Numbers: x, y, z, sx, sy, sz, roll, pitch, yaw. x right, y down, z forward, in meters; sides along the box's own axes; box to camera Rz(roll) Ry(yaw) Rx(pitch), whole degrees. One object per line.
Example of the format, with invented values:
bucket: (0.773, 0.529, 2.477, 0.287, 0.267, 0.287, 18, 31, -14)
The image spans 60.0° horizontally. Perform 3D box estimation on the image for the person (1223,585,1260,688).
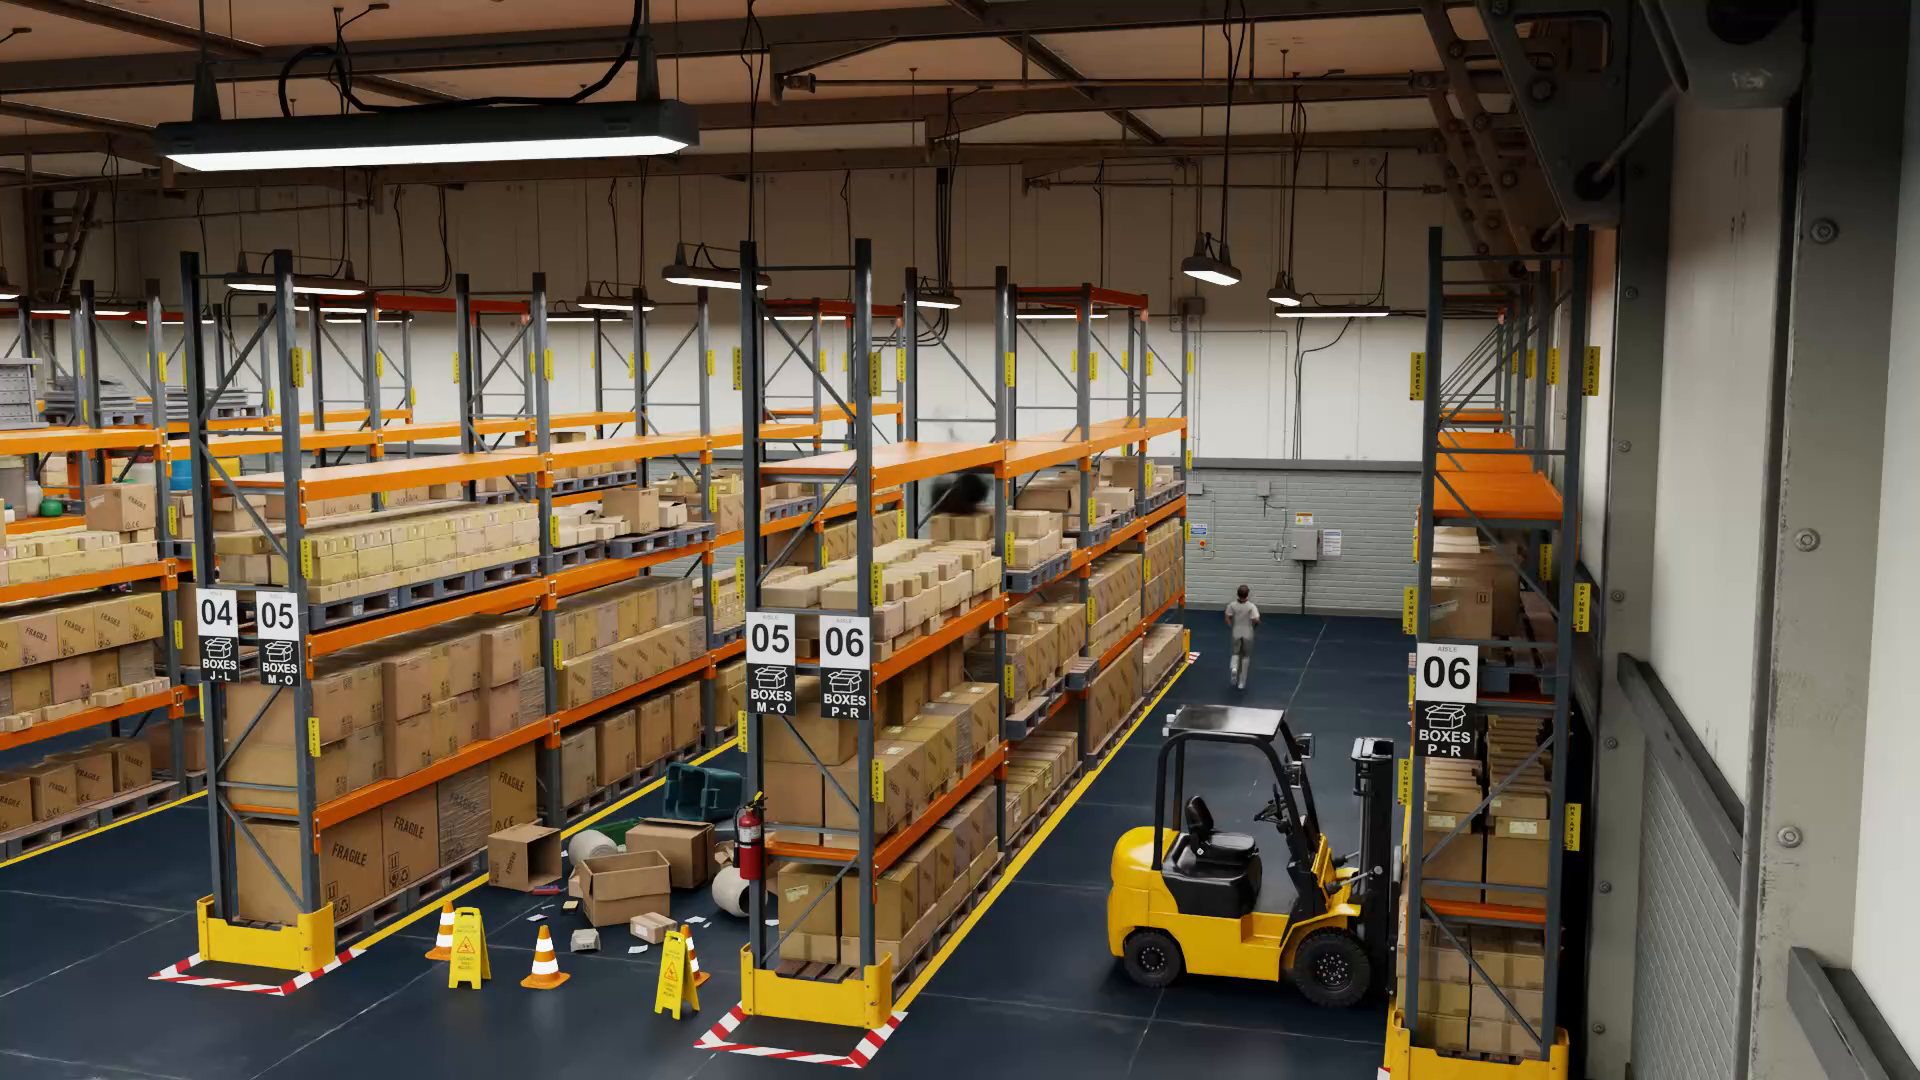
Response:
person: (4.353, 1.489, 25.663, 0.561, 1.619, 0.588, 2, 7, 16)
